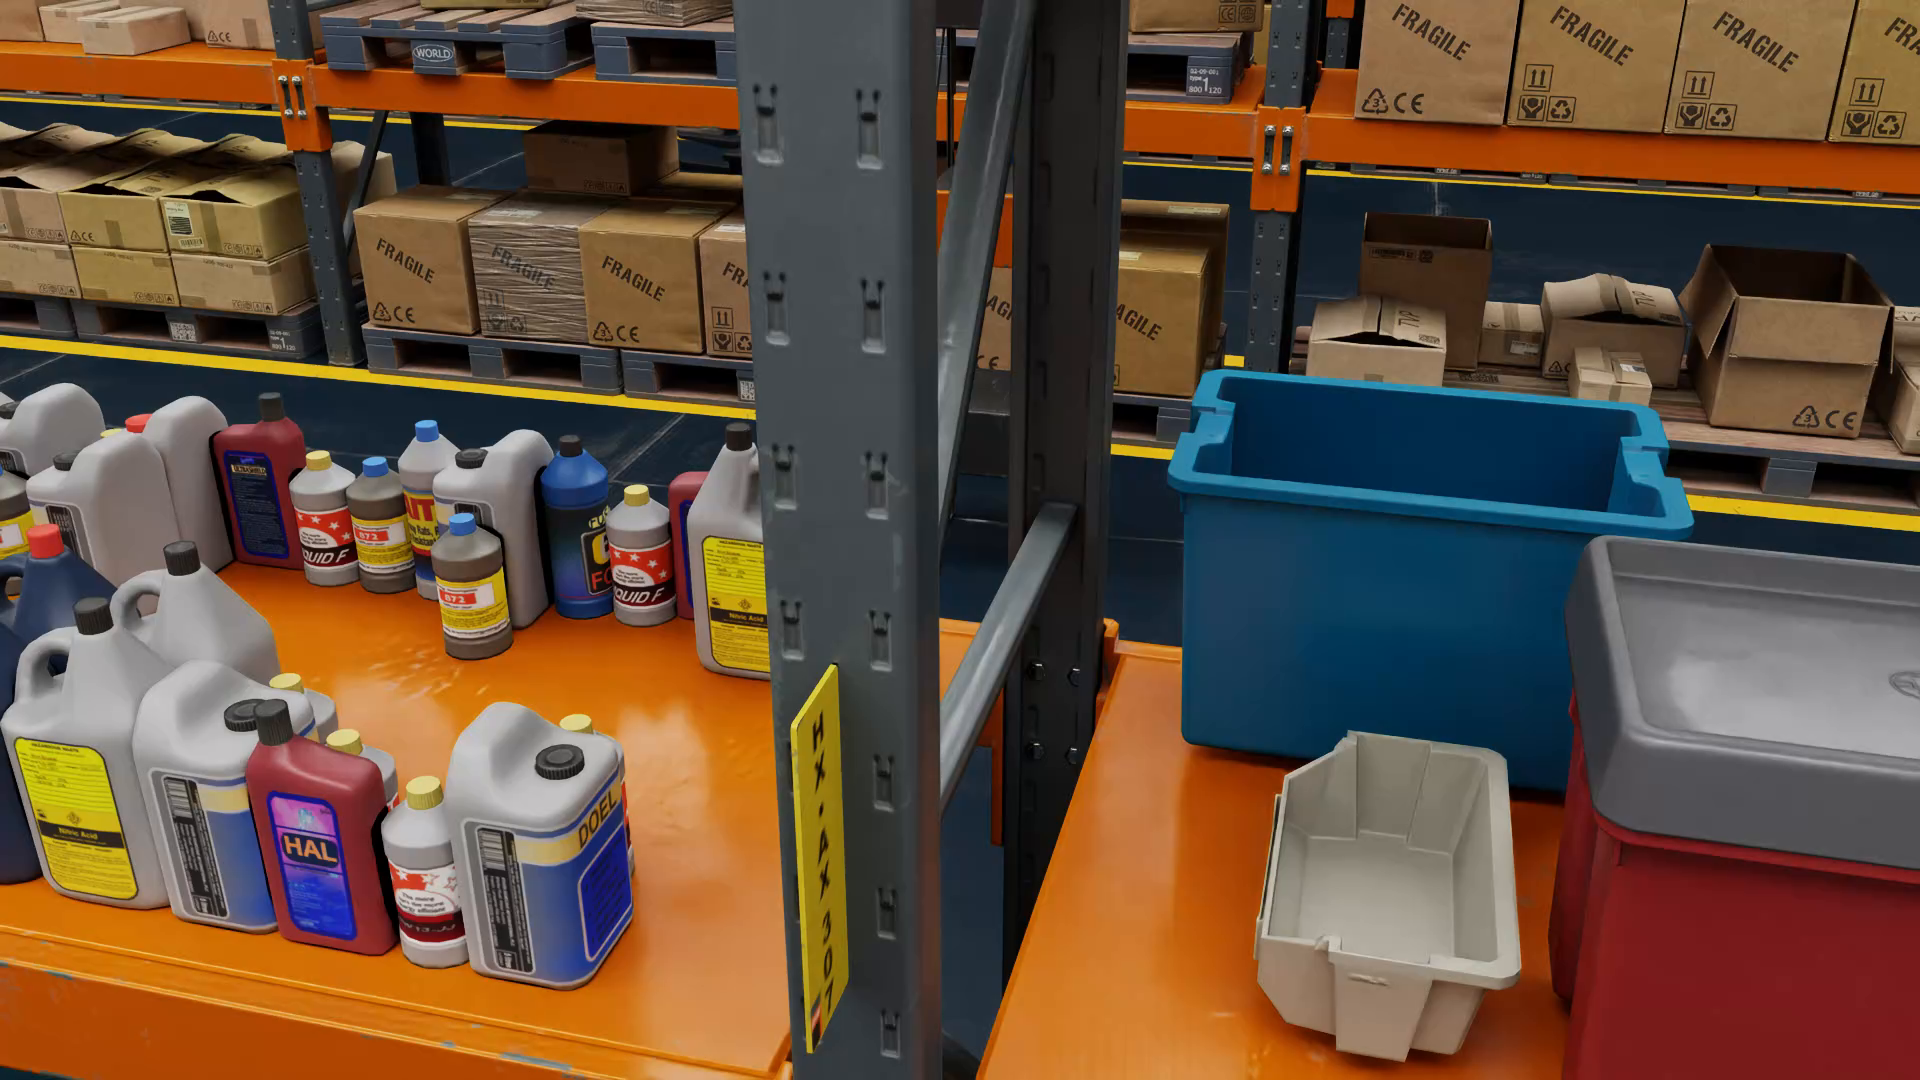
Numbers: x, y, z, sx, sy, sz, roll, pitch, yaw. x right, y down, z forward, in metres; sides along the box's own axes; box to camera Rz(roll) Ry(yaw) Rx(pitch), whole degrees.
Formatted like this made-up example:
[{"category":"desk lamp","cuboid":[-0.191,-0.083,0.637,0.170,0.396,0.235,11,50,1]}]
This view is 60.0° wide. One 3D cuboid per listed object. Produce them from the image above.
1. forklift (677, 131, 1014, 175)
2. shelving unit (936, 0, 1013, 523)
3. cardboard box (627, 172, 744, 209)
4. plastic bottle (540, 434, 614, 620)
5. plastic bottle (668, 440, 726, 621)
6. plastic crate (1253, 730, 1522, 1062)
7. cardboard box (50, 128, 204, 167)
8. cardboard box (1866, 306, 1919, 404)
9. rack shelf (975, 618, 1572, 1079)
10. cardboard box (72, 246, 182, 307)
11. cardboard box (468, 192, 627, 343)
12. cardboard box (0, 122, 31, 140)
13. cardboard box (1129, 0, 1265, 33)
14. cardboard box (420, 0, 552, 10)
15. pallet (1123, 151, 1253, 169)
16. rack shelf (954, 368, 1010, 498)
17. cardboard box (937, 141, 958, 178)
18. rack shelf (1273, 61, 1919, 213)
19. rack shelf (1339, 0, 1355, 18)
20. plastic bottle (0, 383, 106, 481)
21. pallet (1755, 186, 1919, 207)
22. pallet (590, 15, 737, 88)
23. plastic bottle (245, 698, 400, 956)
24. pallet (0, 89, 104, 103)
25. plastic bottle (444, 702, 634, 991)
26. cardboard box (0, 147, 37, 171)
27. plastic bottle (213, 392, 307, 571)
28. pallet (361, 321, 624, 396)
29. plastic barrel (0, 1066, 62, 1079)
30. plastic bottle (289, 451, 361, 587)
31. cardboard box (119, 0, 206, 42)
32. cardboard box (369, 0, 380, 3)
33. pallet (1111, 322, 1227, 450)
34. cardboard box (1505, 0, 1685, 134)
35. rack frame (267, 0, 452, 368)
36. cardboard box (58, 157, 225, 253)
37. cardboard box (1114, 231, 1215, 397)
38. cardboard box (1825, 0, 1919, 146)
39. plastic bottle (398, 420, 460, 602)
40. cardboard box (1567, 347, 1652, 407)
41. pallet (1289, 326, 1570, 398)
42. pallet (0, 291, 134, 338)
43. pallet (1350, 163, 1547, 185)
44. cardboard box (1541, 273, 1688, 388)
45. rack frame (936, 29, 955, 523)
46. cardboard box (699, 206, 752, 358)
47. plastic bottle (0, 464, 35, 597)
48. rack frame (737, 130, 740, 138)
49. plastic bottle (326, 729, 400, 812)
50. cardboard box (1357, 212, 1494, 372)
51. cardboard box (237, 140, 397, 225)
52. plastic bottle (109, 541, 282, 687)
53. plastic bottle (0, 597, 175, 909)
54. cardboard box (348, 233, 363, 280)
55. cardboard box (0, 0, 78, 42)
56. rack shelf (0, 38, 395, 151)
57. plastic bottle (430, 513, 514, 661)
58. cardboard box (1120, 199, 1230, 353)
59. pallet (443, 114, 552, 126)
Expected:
[{"category":"forklift","cuboid":[-0.707,-3.339,9.353,3.031,2.935,1.130,13,28,26]},{"category":"shelving unit","cuboid":[0.160,-0.930,5.261,0.503,2.100,0.431,6,26,13]},{"category":"cardboard box","cuboid":[-1.147,-1.338,7.468,0.500,0.500,0.500,5,26,11]},{"category":"plastic bottle","cuboid":[-0.564,-0.025,2.462,0.097,0.271,0.097,0,25,0]},{"category":"plastic bottle","cuboid":[-0.353,-0.015,2.427,0.133,0.283,0.061,6,26,13]},{"category":"plastic crate","cuboid":[0.440,0.365,1.731,0.243,0.136,0.396,6,26,13]},{"category":"cardboard box","cuboid":[-4.050,-1.814,8.129,0.500,0.311,0.500,6,26,12]},{"category":"cardboard box","cuboid":[3.711,-0.710,6.439,0.500,0.250,0.500,6,26,13]},{"category":"rack shelf","cuboid":[1.962,0.703,1.622,4.000,0.370,1.077,6,26,13]},{"category":"cardboard box","cuboid":[-3.682,-1.283,7.665,0.500,0.250,0.500,6,26,12]},{"category":"cardboard box","cuboid":[-1.734,-1.175,7.124,0.500,0.500,0.500,5,26,11]},{"category":"cardboard box","cuboid":[-5.034,-1.924,8.360,0.500,0.311,0.500,6,26,13]},{"category":"cardboard box","cuboid":[0.859,-2.277,6.438,0.500,0.500,0.700,-2,26,-5]},{"category":"cardboard box","cuboid":[-1.974,-2.541,6.992,0.500,0.500,0.700,-2,26,-5]},{"category":"pallet","cuboid":[1.726,-2.753,11.287,1.213,0.211,1.003,6,26,13]},{"category":"rack shelf","cuboid":[0.160,-0.286,5.568,0.480,0.518,0.431,6,26,13]},{"category":"cardboard box","cuboid":[-0.114,-1.567,7.075,0.500,0.250,0.500,6,26,13]},{"category":"rack shelf","cuboid":[3.199,-1.359,5.952,4.000,0.370,1.077,6,26,13]},{"category":"rack shelf","cuboid":[4.429,-3.422,10.285,4.000,0.370,1.077,6,26,13]},{"category":"plastic bottle","cuboid":[-1.450,-0.112,2.641,0.135,0.276,0.152,6,26,13]},{"category":"pallet","cuboid":[5.572,-2.326,10.391,1.213,0.211,1.003,6,26,13]},{"category":"pallet","cuboid":[-0.727,-2.033,6.755,1.213,0.211,1.003,6,26,13]},{"category":"plastic bottle","cuboid":[-0.673,0.303,1.760,0.133,0.283,0.061,6,26,13]},{"category":"pallet","cuboid":[-7.100,-3.745,13.371,1.213,0.211,1.003,6,26,13]},{"category":"plastic bottle","cuboid":[-0.438,0.312,1.749,0.135,0.276,0.152,6,26,13]},{"category":"cardboard box","cuboid":[-4.659,-1.644,7.771,0.500,0.311,0.500,7,26,14]},{"category":"plastic bottle","cuboid":[-1.084,-0.096,2.597,0.133,0.283,0.061,6,26,13]},{"category":"pallet","cuboid":[-1.898,-0.972,7.545,1.213,0.211,1.003,6,26,13]},{"category":"plastic barrel","cuboid":[-1.184,0.780,2.574,0.708,0.901,0.600,6,26,13]},{"category":"plastic bottle","cuboid":[-0.977,-0.039,2.573,0.097,0.201,0.097,0,25,0]},{"category":"cardboard box","cuboid":[-3.430,-2.462,7.536,0.500,0.311,0.500,6,26,12]},{"category":"cardboard box","cuboid":[-4.112,-4.108,12.413,0.500,0.250,0.500,6,26,12]},{"category":"pallet","cuboid":[0.465,-0.710,6.997,1.213,0.211,1.003,6,26,13]},{"category":"cardboard box","cuboid":[2.184,-1.722,5.760,0.500,0.500,0.500,7,26,14]},{"category":"rack frame","cuboid":[-2.612,-2.326,7.147,0.127,3.000,1.000,6,26,13]},{"category":"cardboard box","cuboid":[-3.686,-1.534,7.541,0.500,0.311,0.500,6,26,12]},{"category":"cardboard box","cuboid":[0.713,-0.902,6.550,0.500,0.500,0.500,6,26,13]},{"category":"cardboard box","cuboid":[3.161,-1.613,5.533,0.500,0.500,0.500,6,26,12]},{"category":"plastic bottle","cuboid":[-0.789,-0.049,2.514,0.097,0.271,0.097,0,25,0]},{"category":"cardboard box","cuboid":[2.455,-0.594,6.292,0.250,0.166,0.380,6,26,13]},{"category":"pallet","cuboid":[1.927,-0.565,6.691,1.213,0.211,1.003,6,26,13]},{"category":"pallet","cuboid":[-4.577,-1.303,8.241,1.213,0.211,1.003,6,26,13]},{"category":"pallet","cuboid":[3.209,-2.588,10.940,1.213,0.211,1.003,6,26,13]},{"category":"cardboard box","cuboid":[2.611,-0.859,6.682,0.500,0.311,0.500,6,26,13]},{"category":"rack frame","cuboid":[-0.076,-0.956,5.316,0.015,2.100,0.400,6,26,13]},{"category":"cardboard box","cuboid":[-0.743,-1.065,6.894,0.500,0.500,0.500,5,26,11]},{"category":"plastic bottle","cuboid":[-1.463,-0.025,2.544,0.097,0.201,0.097,0,25,0]},{"category":"rack frame","cuboid":[-1.382,-4.389,11.479,0.127,3.000,1.000,6,26,13]},{"category":"plastic bottle","cuboid":[-0.671,0.305,1.851,0.097,0.201,0.097,0,25,0]},{"category":"cardboard box","cuboid":[1.884,-1.025,6.810,0.500,0.500,0.500,6,26,13]},{"category":"cardboard box","cuboid":[-3.046,-1.706,7.902,0.500,0.311,0.500,7,26,15]},{"category":"plastic bottle","cuboid":[-0.911,0.164,1.974,0.185,0.351,0.144,6,26,13]},{"category":"plastic bottle","cuboid":[-0.947,0.224,1.848,0.185,0.351,0.144,6,26,13]},{"category":"cardboard box","cuboid":[-3.046,-1.453,8.022,0.500,0.250,0.500,6,26,13]},{"category":"cardboard box","cuboid":[-4.241,-2.544,7.488,0.500,0.500,0.500,5,26,10]},{"category":"rack shelf","cuboid":[-4.549,-2.216,7.751,4.000,0.370,1.077,6,26,13]},{"category":"plastic bottle","cuboid":[-0.696,0.060,2.366,0.097,0.201,0.097,0,25,0]},{"category":"cardboard box","cuboid":[0.854,-1.121,7.012,0.500,0.500,0.500,5,26,11]},{"category":"pallet","cuboid":[-3.316,-3.346,12.532,1.213,0.211,1.003,6,26,13]}]
